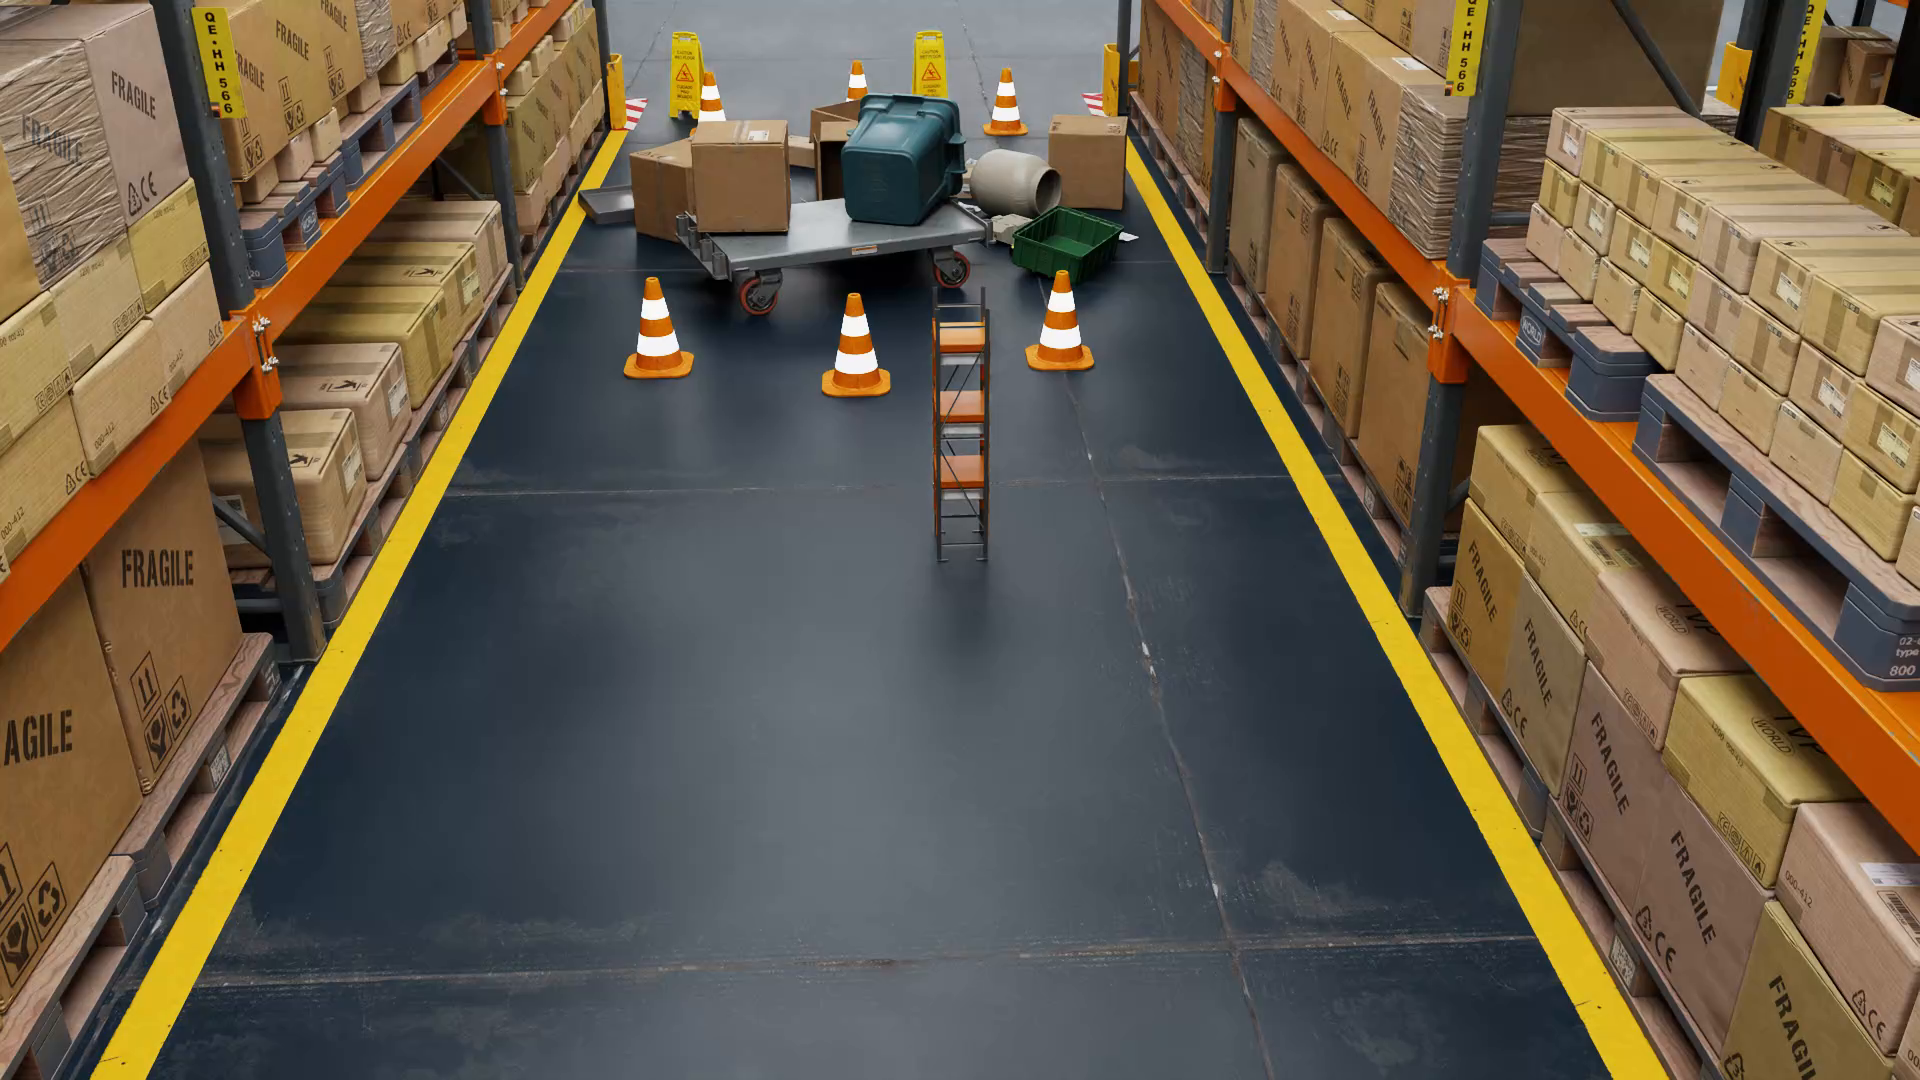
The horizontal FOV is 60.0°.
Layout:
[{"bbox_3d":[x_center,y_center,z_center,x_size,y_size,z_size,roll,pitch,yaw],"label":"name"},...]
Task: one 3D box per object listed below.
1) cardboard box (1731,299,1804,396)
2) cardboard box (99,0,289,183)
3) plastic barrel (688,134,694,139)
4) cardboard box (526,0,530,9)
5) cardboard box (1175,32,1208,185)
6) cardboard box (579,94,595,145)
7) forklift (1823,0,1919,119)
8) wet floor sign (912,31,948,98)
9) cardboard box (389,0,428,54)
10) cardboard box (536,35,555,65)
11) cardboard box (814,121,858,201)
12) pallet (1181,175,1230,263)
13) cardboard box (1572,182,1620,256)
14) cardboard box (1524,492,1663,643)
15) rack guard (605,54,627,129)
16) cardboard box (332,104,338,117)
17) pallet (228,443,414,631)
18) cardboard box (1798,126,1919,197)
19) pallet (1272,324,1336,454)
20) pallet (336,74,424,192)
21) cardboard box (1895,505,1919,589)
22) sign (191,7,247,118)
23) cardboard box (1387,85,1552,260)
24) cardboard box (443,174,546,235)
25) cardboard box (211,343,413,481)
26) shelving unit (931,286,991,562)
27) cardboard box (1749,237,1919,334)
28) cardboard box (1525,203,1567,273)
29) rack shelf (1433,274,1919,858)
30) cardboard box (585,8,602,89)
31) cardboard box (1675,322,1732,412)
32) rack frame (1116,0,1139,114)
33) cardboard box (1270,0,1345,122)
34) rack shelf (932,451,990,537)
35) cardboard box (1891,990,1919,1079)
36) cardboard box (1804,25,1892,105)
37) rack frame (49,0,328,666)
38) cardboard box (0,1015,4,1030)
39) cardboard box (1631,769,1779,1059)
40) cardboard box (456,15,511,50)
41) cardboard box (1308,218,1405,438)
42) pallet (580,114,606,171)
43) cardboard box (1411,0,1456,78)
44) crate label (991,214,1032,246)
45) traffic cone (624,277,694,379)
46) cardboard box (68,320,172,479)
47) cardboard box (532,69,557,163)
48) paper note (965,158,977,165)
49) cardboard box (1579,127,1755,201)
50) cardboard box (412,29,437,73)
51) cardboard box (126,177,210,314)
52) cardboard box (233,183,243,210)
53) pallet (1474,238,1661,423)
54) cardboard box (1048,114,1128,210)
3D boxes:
[{"bbox_3d":[2.050,-0.455,3.874,0.380,0.149,0.250,-2,28,-3],"label":"cardboard box"},{"bbox_3d":[-2.573,-1.480,5.461,0.500,0.500,0.500,-2,28,-4],"label":"cardboard box"},{"bbox_3d":[-1.579,-2.540,11.161,0.512,0.421,0.421,19,33,32],"label":"plastic barrel"},{"bbox_3d":[-2.819,-3.269,10.045,0.380,0.149,0.250,-2,28,-3],"label":"cardboard box"},{"bbox_3d":[1.934,-2.871,10.854,0.875,0.875,0.875,-1,28,-2],"label":"cardboard box"},{"bbox_3d":[-2.869,-2.960,11.701,0.500,0.250,0.500,-1,28,-2],"label":"cardboard box"},{"bbox_3d":[4.620,-2.069,7.547,1.130,2.935,3.031,-1,28,-2],"label":"forklift"},{"bbox_3d":[-0.240,-3.687,13.121,0.267,0.644,0.232,-6,28,-11],"label":"wet floor sign"},{"bbox_3d":[-2.689,-2.439,7.299,0.500,0.500,0.500,0,28,-1],"label":"cardboard box"},{"bbox_3d":[-2.743,-3.039,10.340,0.380,0.149,0.250,0,28,0],"label":"cardboard box"},{"bbox_3d":[-0.522,-2.371,10.605,0.797,0.637,0.503,-1,28,-3],"label":"cardboard box"},{"bbox_3d":[1.986,-2.035,10.423,1.003,0.211,1.213,-1,28,-3],"label":"pallet"},{"bbox_3d":[1.998,-0.924,4.774,0.380,0.149,0.250,0,28,0],"label":"cardboard box"},{"bbox_3d":[1.978,0.077,4.796,0.500,0.250,0.500,-2,28,-3],"label":"cardboard box"},{"bbox_3d":[-3.195,-3.456,12.835,1.175,0.500,0.348,-1,28,-3],"label":"rack guard"},{"bbox_3d":[-2.646,-1.630,6.449,0.380,0.149,0.250,0,28,0],"label":"cardboard box"},{"bbox_3d":[-2.820,-0.029,6.578,1.003,0.211,1.213,-1,28,-3],"label":"pallet"},{"bbox_3d":[2.651,-1.078,4.748,0.380,0.149,0.250,-2,28,-3],"label":"cardboard box"},{"bbox_3d":[2.130,-0.762,7.984,1.003,0.211,1.213,-1,28,-3],"label":"pallet"},{"bbox_3d":[-2.925,-1.733,7.036,1.003,0.211,1.213,-1,28,-3],"label":"pallet"},{"bbox_3d":[2.089,0.044,3.240,0.380,0.149,0.250,-3,28,-5],"label":"cardboard box"},{"bbox_3d":[-2.227,-1.433,5.002,0.100,0.325,0.005,-1,28,-3],"label":"sign"},{"bbox_3d":[1.865,-1.317,5.923,0.500,0.500,0.500,-1,28,-3],"label":"cardboard box"},{"bbox_3d":[-2.751,-1.998,9.856,0.500,0.250,0.500,-3,28,-5],"label":"cardboard box"},{"bbox_3d":[-2.847,-0.527,6.905,0.950,0.372,0.625,-2,28,-4],"label":"cardboard box"},{"bbox_3d":[0.003,-0.441,6.460,0.215,1.050,0.252,-1,28,-3],"label":"shelving unit"},{"bbox_3d":[2.058,-0.584,3.801,0.380,0.149,0.250,-1,28,-1],"label":"cardboard box"},{"bbox_3d":[1.979,-0.934,5.115,0.380,0.149,0.250,-2,28,-3],"label":"cardboard box"},{"bbox_3d":[2.261,0.172,3.955,1.077,0.370,4.000,-1,28,-3],"label":"rack shelf"},{"bbox_3d":[-2.897,-3.535,11.992,0.500,0.500,0.500,-1,28,-2],"label":"cardboard box"},{"bbox_3d":[2.039,-0.438,4.164,0.380,0.149,0.250,-1,28,-1],"label":"cardboard box"},{"bbox_3d":[1.739,-4.765,12.643,1.000,3.000,0.127,-1,28,-3],"label":"rack frame"},{"bbox_3d":[1.757,-2.249,7.710,0.500,0.500,0.500,-2,28,-3],"label":"cardboard box"},{"bbox_3d":[0.003,-0.185,6.593,0.215,0.259,0.240,-1,28,-3],"label":"rack shelf"},{"bbox_3d":[2.074,1.028,2.973,0.500,0.250,0.500,-2,28,-4],"label":"cardboard box"},{"bbox_3d":[6.714,-3.628,12.710,0.500,0.500,0.500,4,28,7],"label":"cardboard box"},{"bbox_3d":[-2.781,-0.905,5.241,1.000,3.000,0.127,-1,28,-3],"label":"rack frame"},{"bbox_3d":[-2.739,0.997,3.438,0.875,0.875,0.875,-1,28,-1],"label":"cardboard box"},{"bbox_3d":[2.027,0.889,4.051,0.500,0.500,0.500,-2,28,-4],"label":"cardboard box"},{"bbox_3d":[-2.686,-2.794,9.135,0.380,0.149,0.250,-2,28,-3],"label":"cardboard box"},{"bbox_3d":[2.166,-0.947,7.300,1.050,0.750,0.750,-1,28,-2],"label":"cardboard box"},{"bbox_3d":[-3.188,-2.952,12.181,1.003,0.211,1.213,-1,28,-3],"label":"pallet"},{"bbox_3d":[2.116,-2.000,6.151,0.700,0.500,0.500,-2,28,-3],"label":"cardboard box"},{"bbox_3d":[0.313,-1.919,10.281,0.298,0.136,0.250,-23,35,-37],"label":"crate label"},{"bbox_3d":[-1.527,-1.088,8.336,0.336,0.463,0.334,-1,28,-3],"label":"traffic cone"},{"bbox_3d":[-2.453,-0.375,4.388,0.500,0.250,0.500,-1,28,-2],"label":"cardboard box"},{"bbox_3d":[-2.791,-2.577,10.156,0.500,0.500,0.500,0,28,-1],"label":"cardboard box"},{"bbox_3d":[0.123,-2.702,11.900,0.144,0.017,0.142,8,29,15],"label":"paper note"},{"bbox_3d":[2.004,-1.067,4.727,0.380,0.149,0.250,-2,28,-4],"label":"cardboard box"},{"bbox_3d":[-2.625,-2.238,7.615,0.380,0.149,0.250,-1,28,-2],"label":"cardboard box"},{"bbox_3d":[-2.502,-0.842,4.743,0.500,0.250,0.500,-1,28,-3],"label":"cardboard box"},{"bbox_3d":[-2.612,-1.134,5.498,0.380,0.149,0.250,-3,28,-6],"label":"cardboard box"},{"bbox_3d":[2.301,-0.659,4.978,1.213,0.211,1.003,-1,28,-3],"label":"pallet"},{"bbox_3d":[0.842,-2.503,11.006,0.500,0.500,0.500,3,28,6],"label":"cardboard box"}]
